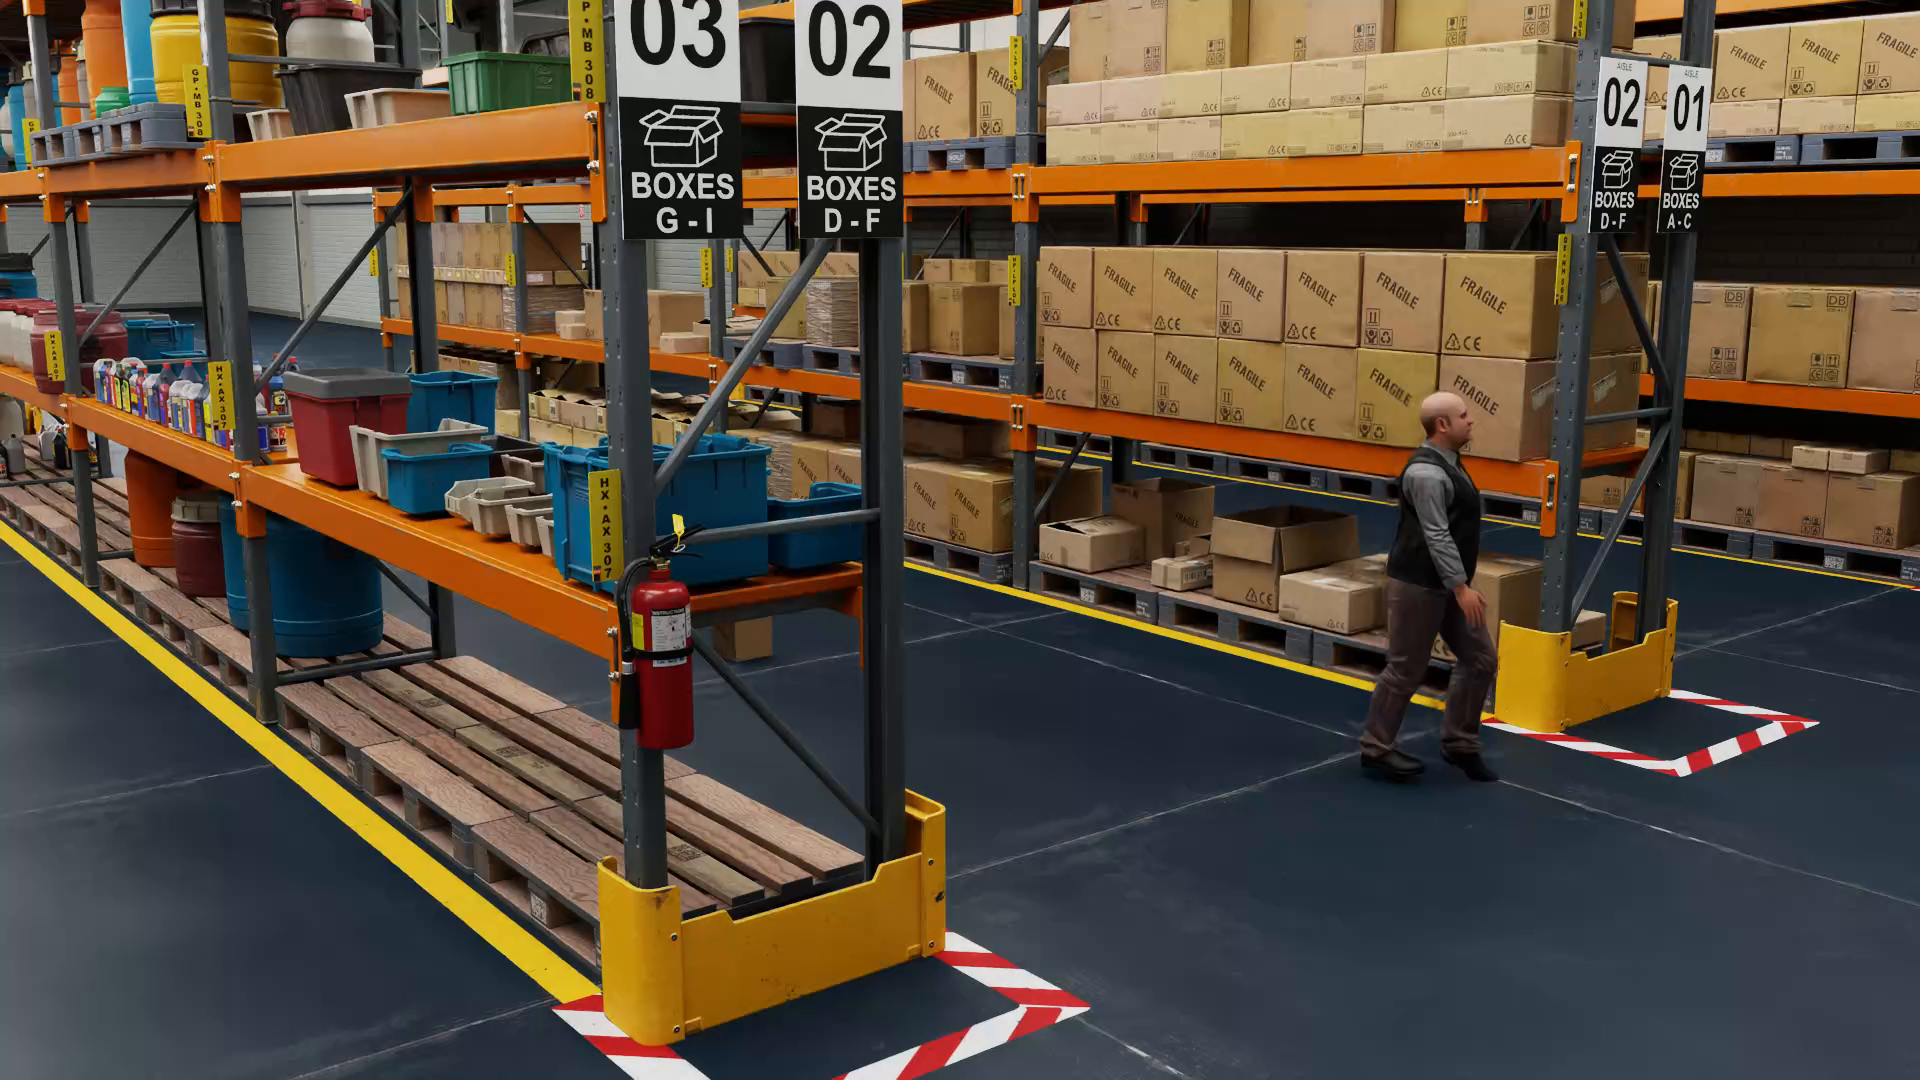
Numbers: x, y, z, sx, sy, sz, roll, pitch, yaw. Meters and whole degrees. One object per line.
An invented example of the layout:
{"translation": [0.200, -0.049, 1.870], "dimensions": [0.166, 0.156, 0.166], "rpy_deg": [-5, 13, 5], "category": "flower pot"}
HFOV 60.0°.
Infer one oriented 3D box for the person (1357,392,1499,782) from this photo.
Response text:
{"translation": [2.077, 0.241, 7.298], "dimensions": [0.598, 1.784, 0.550], "rpy_deg": [6, 13, 30], "category": "person"}
